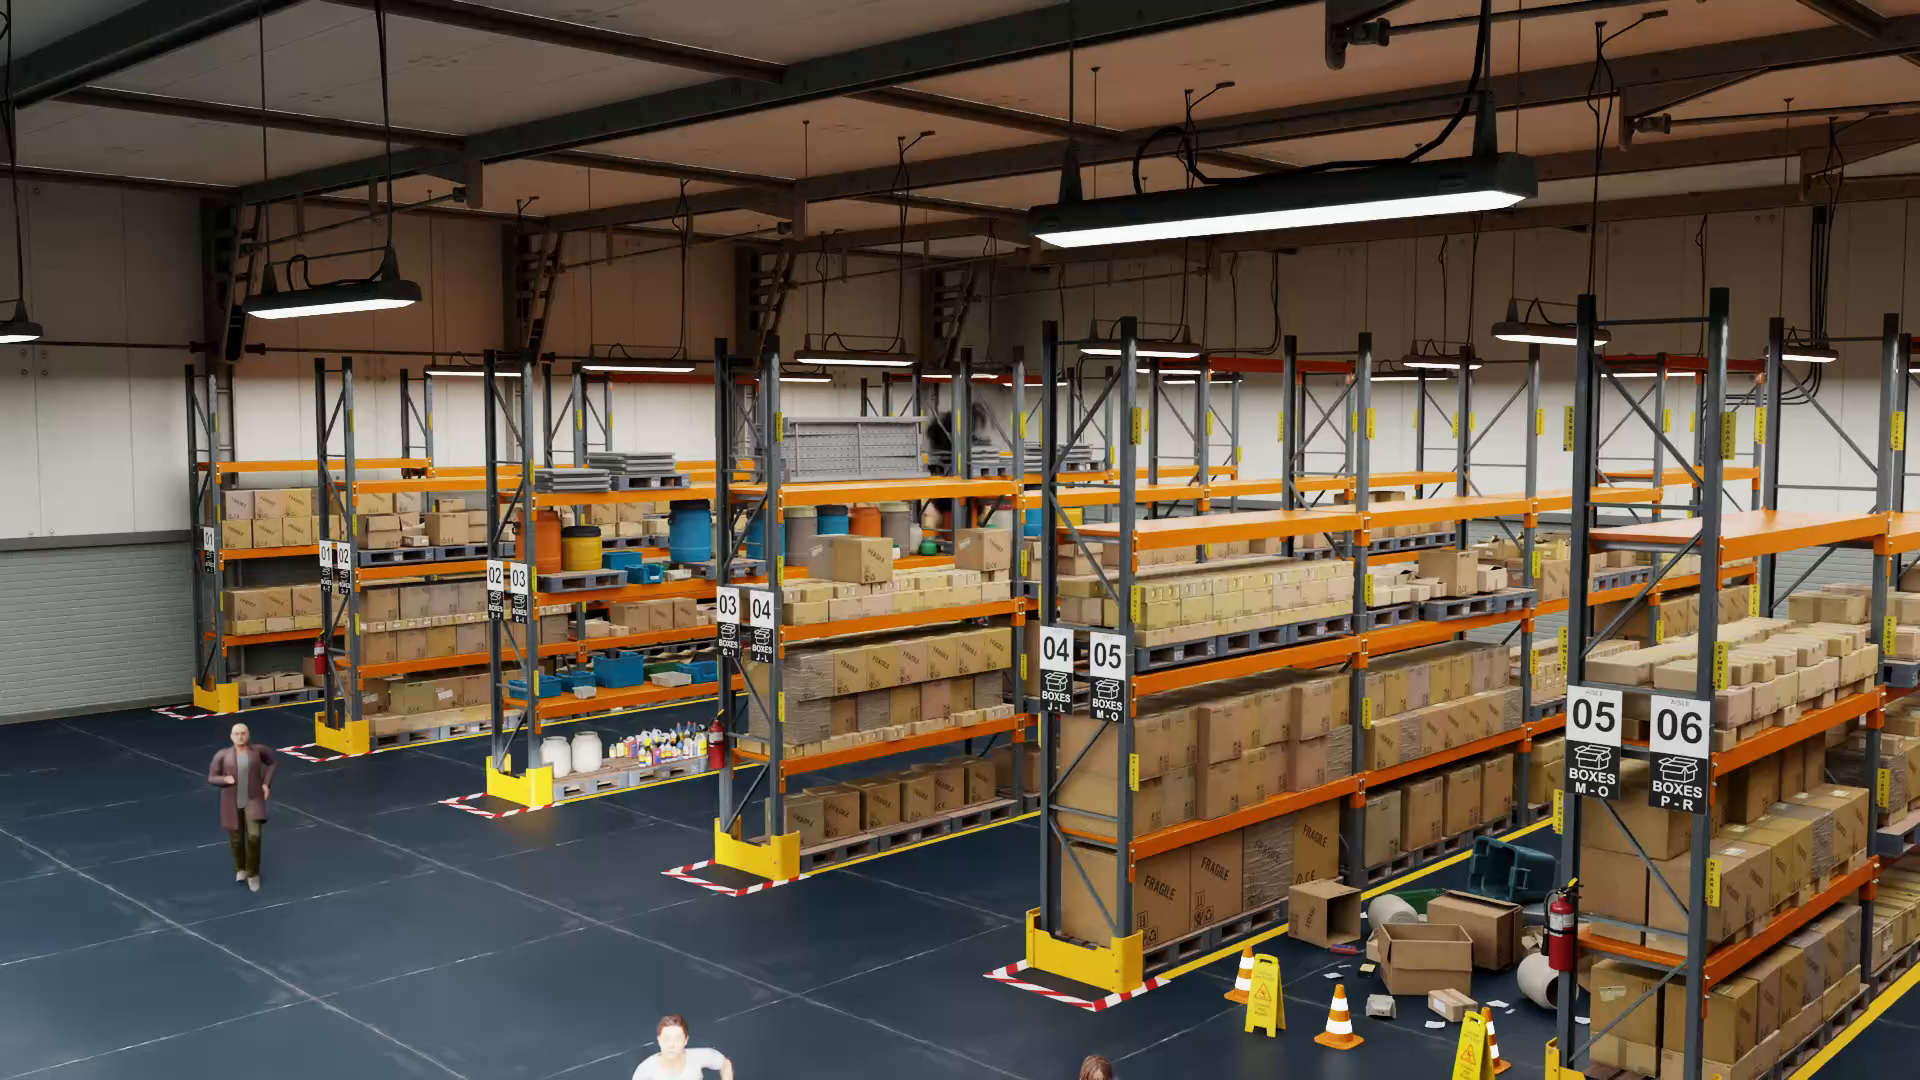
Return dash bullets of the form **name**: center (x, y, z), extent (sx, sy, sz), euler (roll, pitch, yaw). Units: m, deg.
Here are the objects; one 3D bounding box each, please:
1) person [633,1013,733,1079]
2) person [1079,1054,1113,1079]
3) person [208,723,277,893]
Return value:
- **person**: center (-1.646, 3.583, 9.824), extent (0.587, 1.684, 0.820), euler (0, 4, -3)
- **person**: center (0.762, 3.672, 9.781), extent (0.542, 1.544, 0.813), euler (-1, 4, -7)
- **person**: center (-7.772, 2.901, 18.036), extent (0.685, 1.826, 0.776), euler (-2, 5, -21)
